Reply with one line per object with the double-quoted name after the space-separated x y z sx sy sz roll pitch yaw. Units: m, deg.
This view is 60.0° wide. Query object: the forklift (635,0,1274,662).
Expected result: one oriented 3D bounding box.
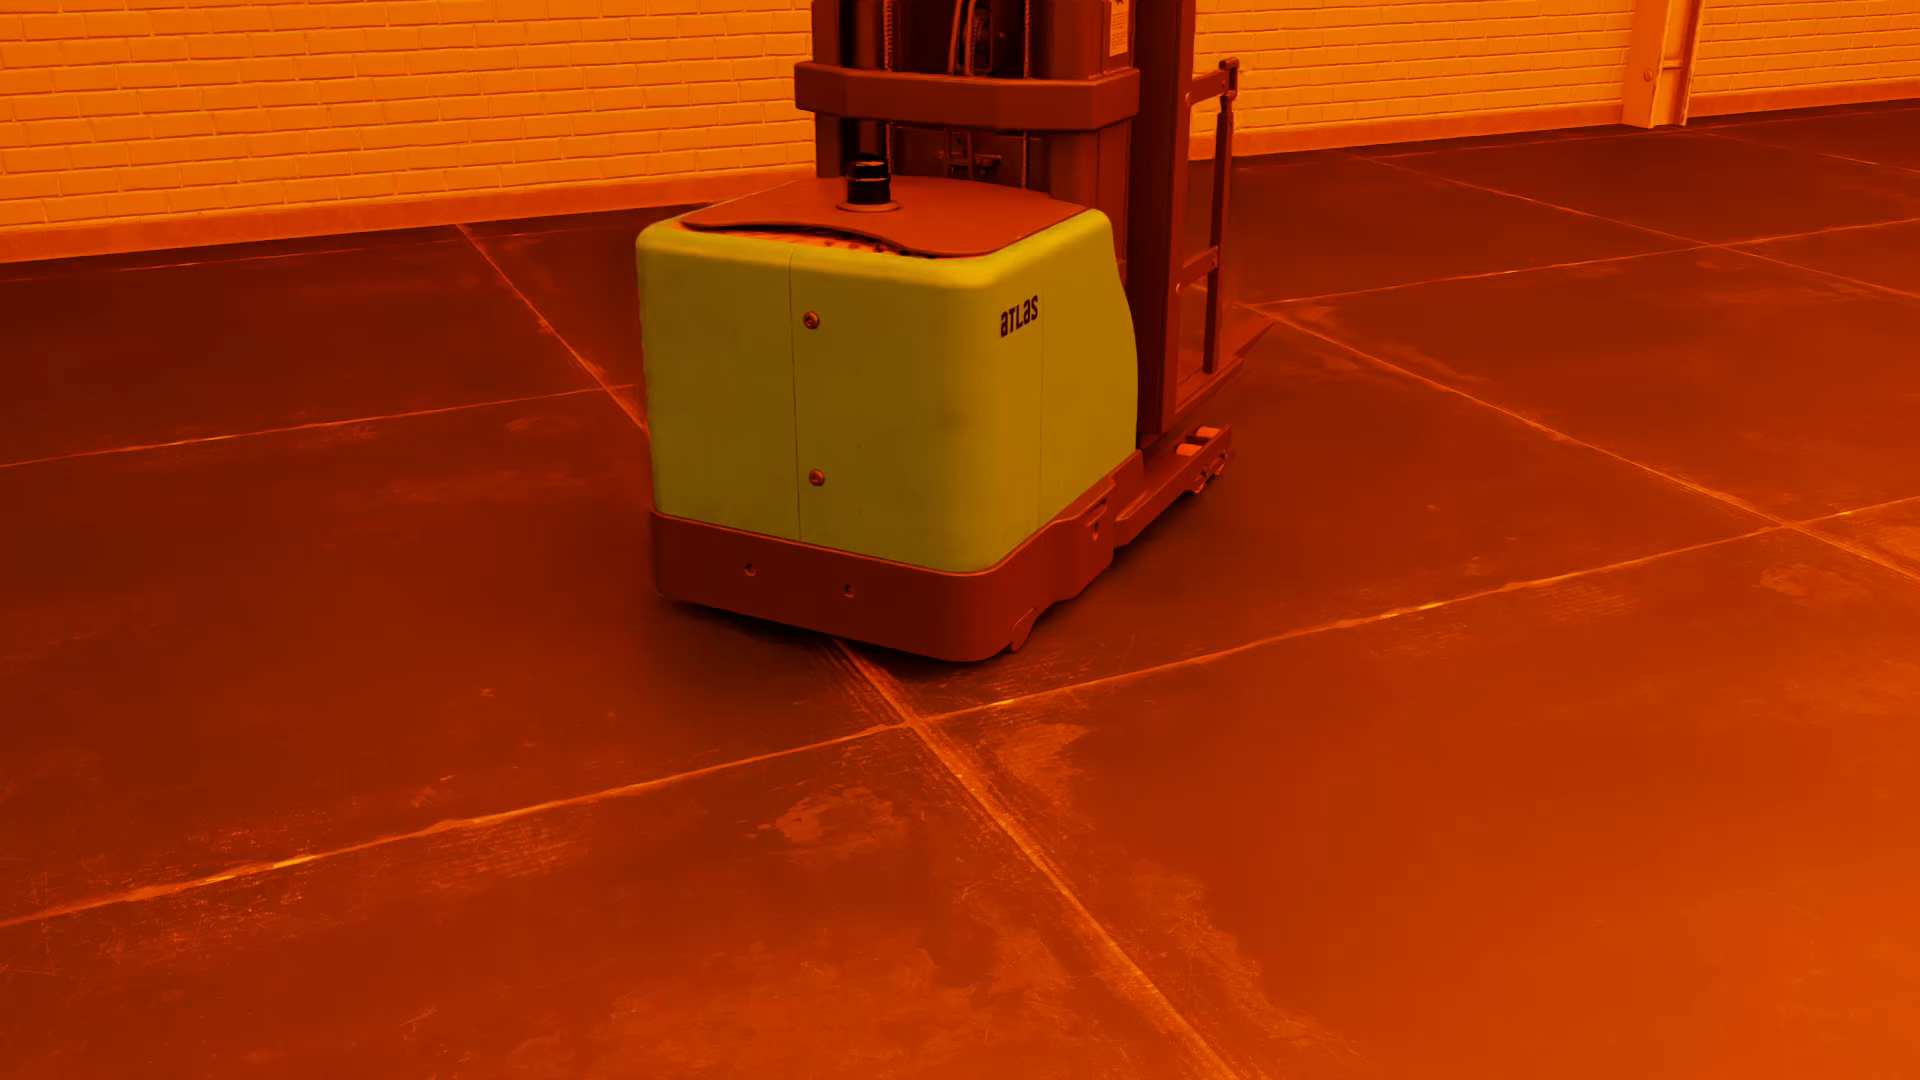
0.270 -1.574 5.075 1.130 2.935 3.031 11 25 25 "forklift"
